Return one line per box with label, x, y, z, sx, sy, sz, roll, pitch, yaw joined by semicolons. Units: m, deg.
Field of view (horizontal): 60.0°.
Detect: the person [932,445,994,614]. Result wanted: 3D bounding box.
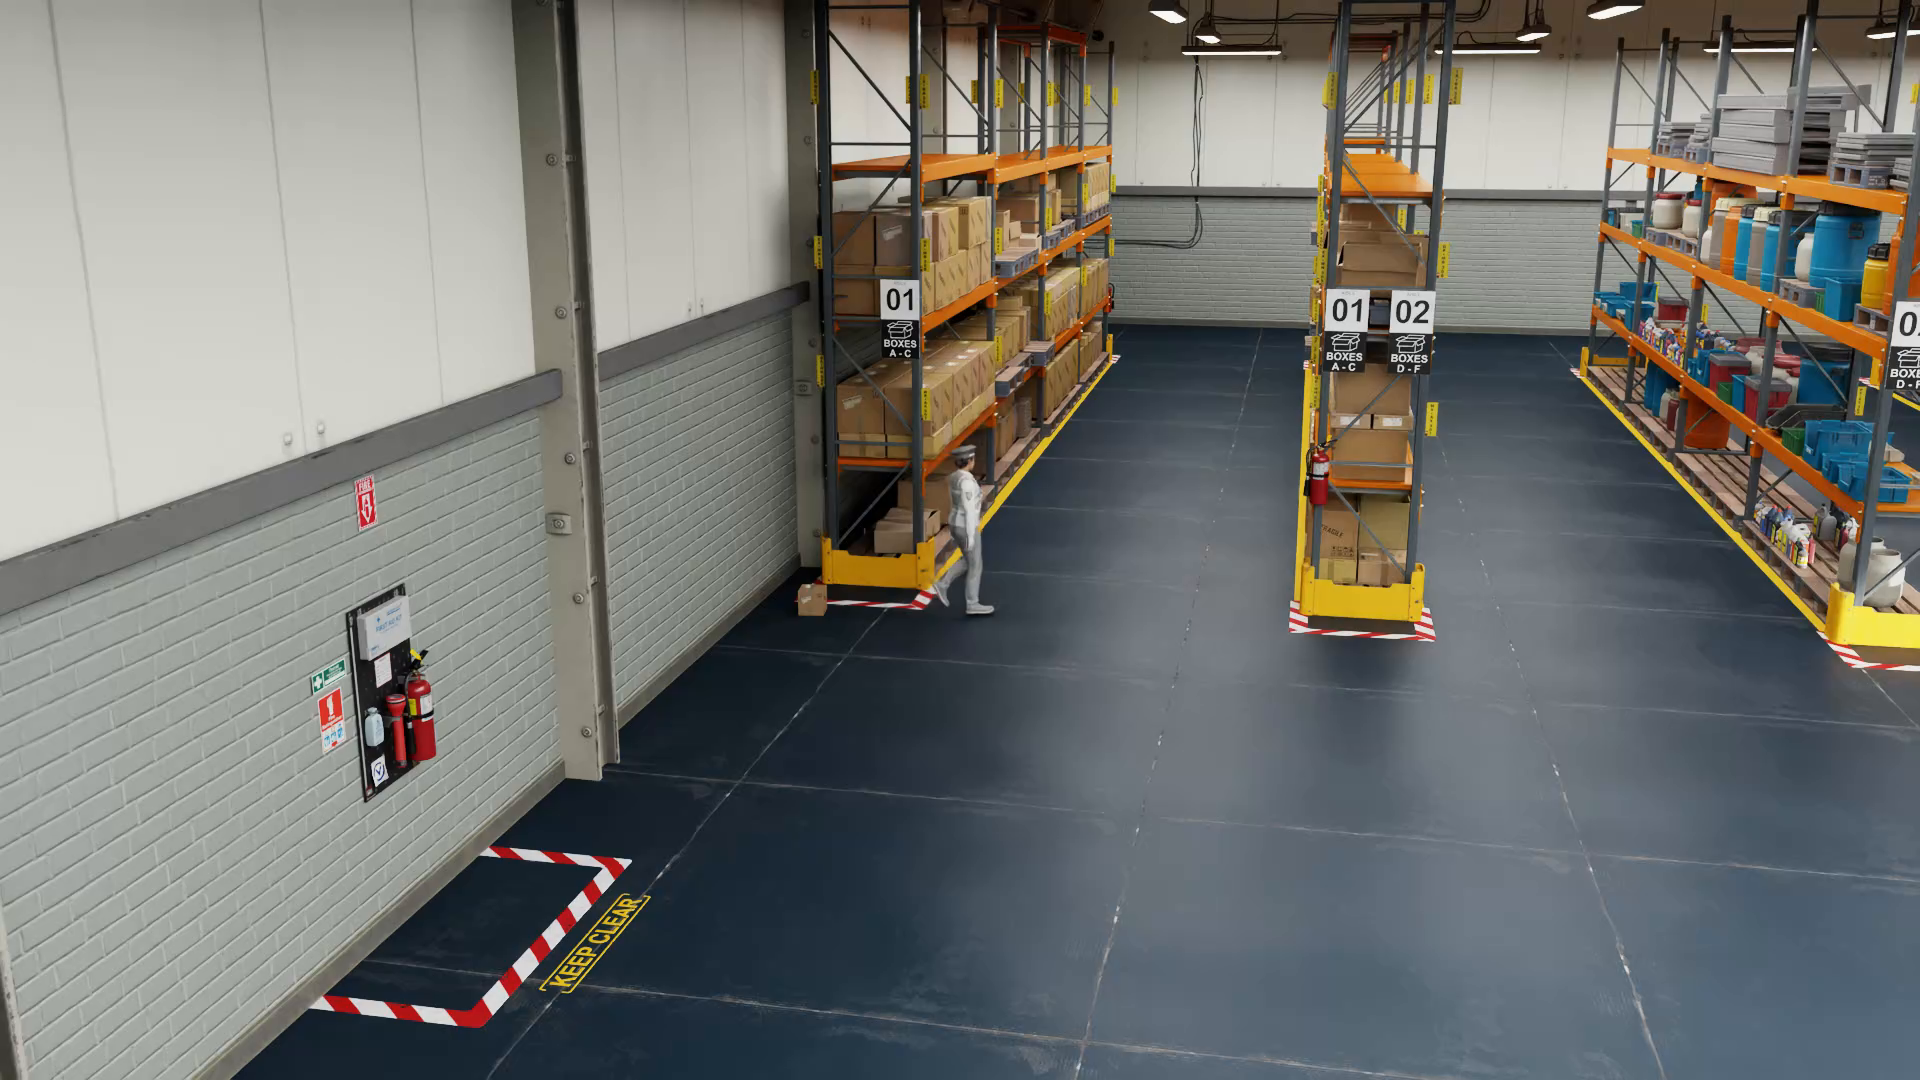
person;0.011;-0.099;16.343;0.566;1.647;0.533;-5;16;-19
